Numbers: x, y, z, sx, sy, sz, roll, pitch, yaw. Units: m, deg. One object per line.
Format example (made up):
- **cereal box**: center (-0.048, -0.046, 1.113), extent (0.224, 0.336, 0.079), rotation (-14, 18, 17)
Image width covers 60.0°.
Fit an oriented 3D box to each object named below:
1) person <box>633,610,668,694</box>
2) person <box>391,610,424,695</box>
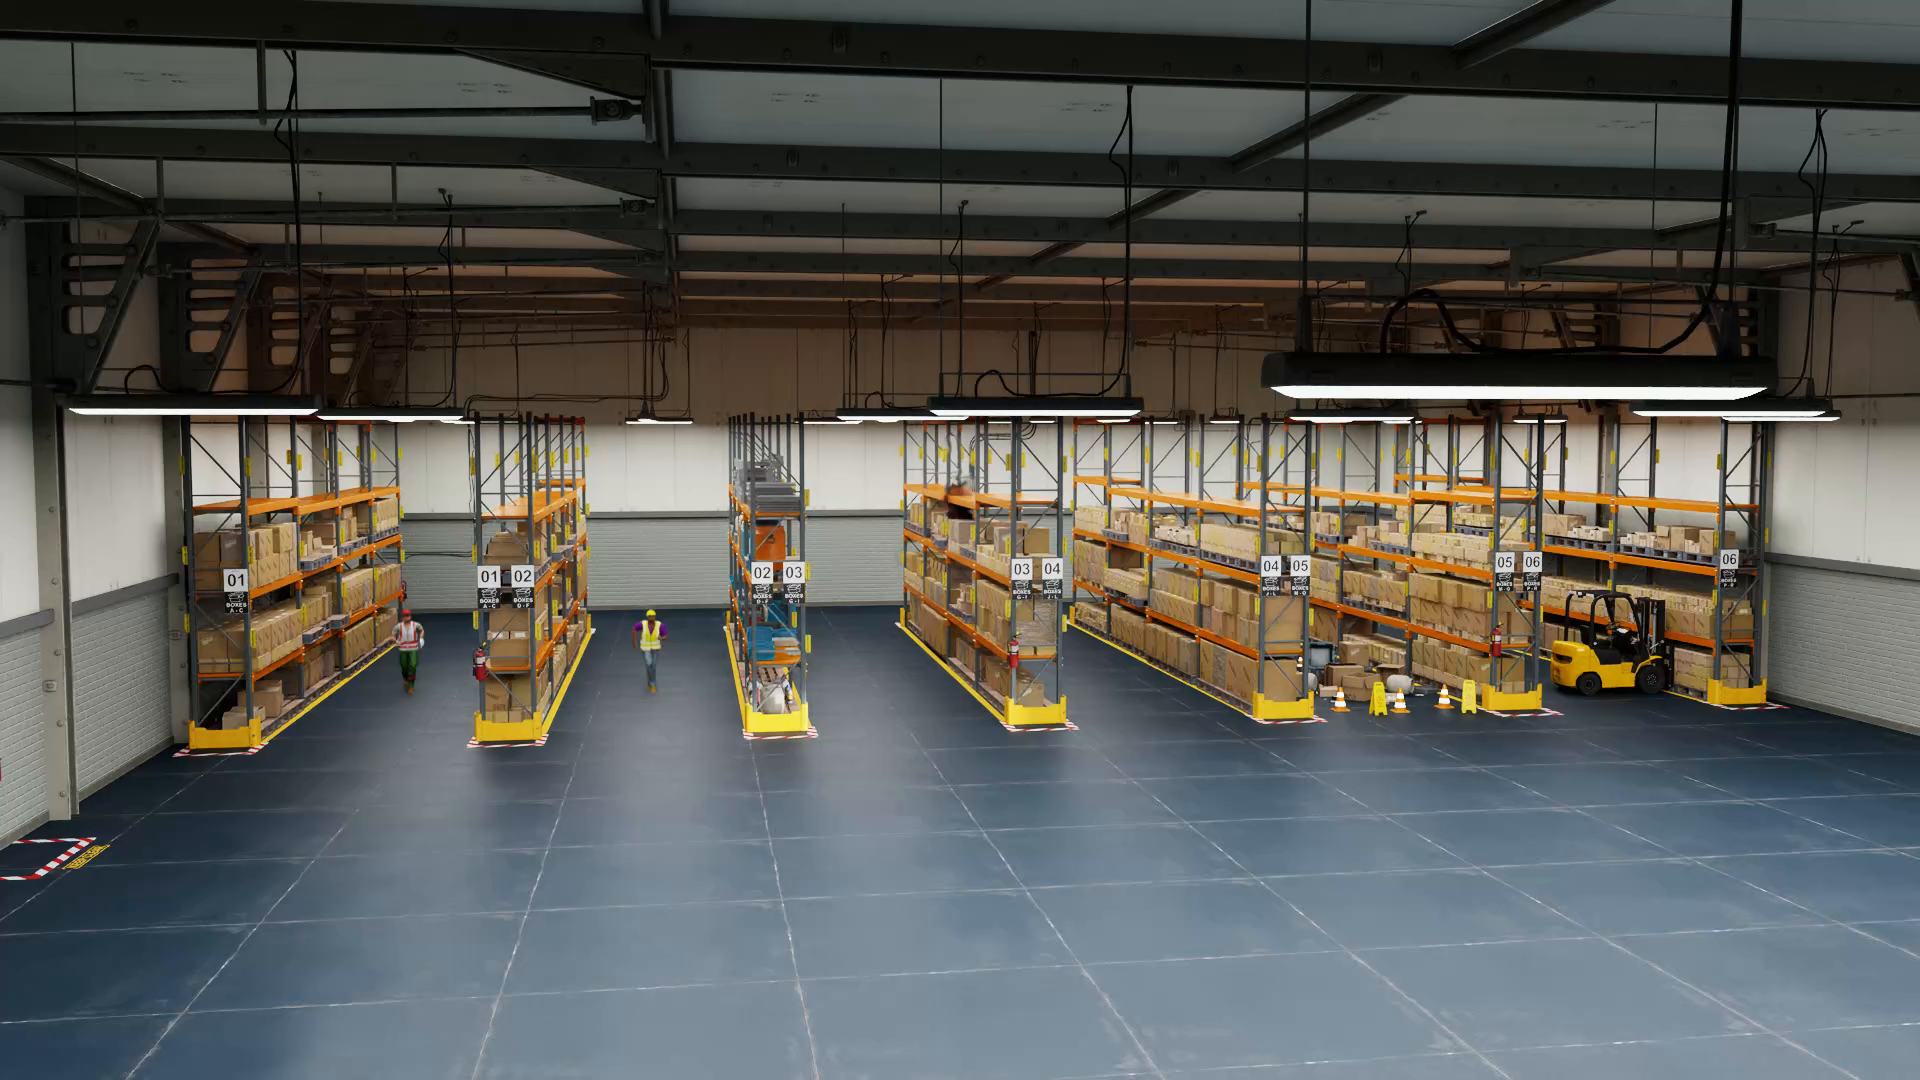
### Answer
- **person**: center (-6.702, 2.396, 36.063), extent (0.729, 1.799, 0.971), rotation (-1, 4, -17)
- **person**: center (-11.895, 2.387, 35.838), extent (0.668, 1.787, 1.007), rotation (-1, 4, -18)
